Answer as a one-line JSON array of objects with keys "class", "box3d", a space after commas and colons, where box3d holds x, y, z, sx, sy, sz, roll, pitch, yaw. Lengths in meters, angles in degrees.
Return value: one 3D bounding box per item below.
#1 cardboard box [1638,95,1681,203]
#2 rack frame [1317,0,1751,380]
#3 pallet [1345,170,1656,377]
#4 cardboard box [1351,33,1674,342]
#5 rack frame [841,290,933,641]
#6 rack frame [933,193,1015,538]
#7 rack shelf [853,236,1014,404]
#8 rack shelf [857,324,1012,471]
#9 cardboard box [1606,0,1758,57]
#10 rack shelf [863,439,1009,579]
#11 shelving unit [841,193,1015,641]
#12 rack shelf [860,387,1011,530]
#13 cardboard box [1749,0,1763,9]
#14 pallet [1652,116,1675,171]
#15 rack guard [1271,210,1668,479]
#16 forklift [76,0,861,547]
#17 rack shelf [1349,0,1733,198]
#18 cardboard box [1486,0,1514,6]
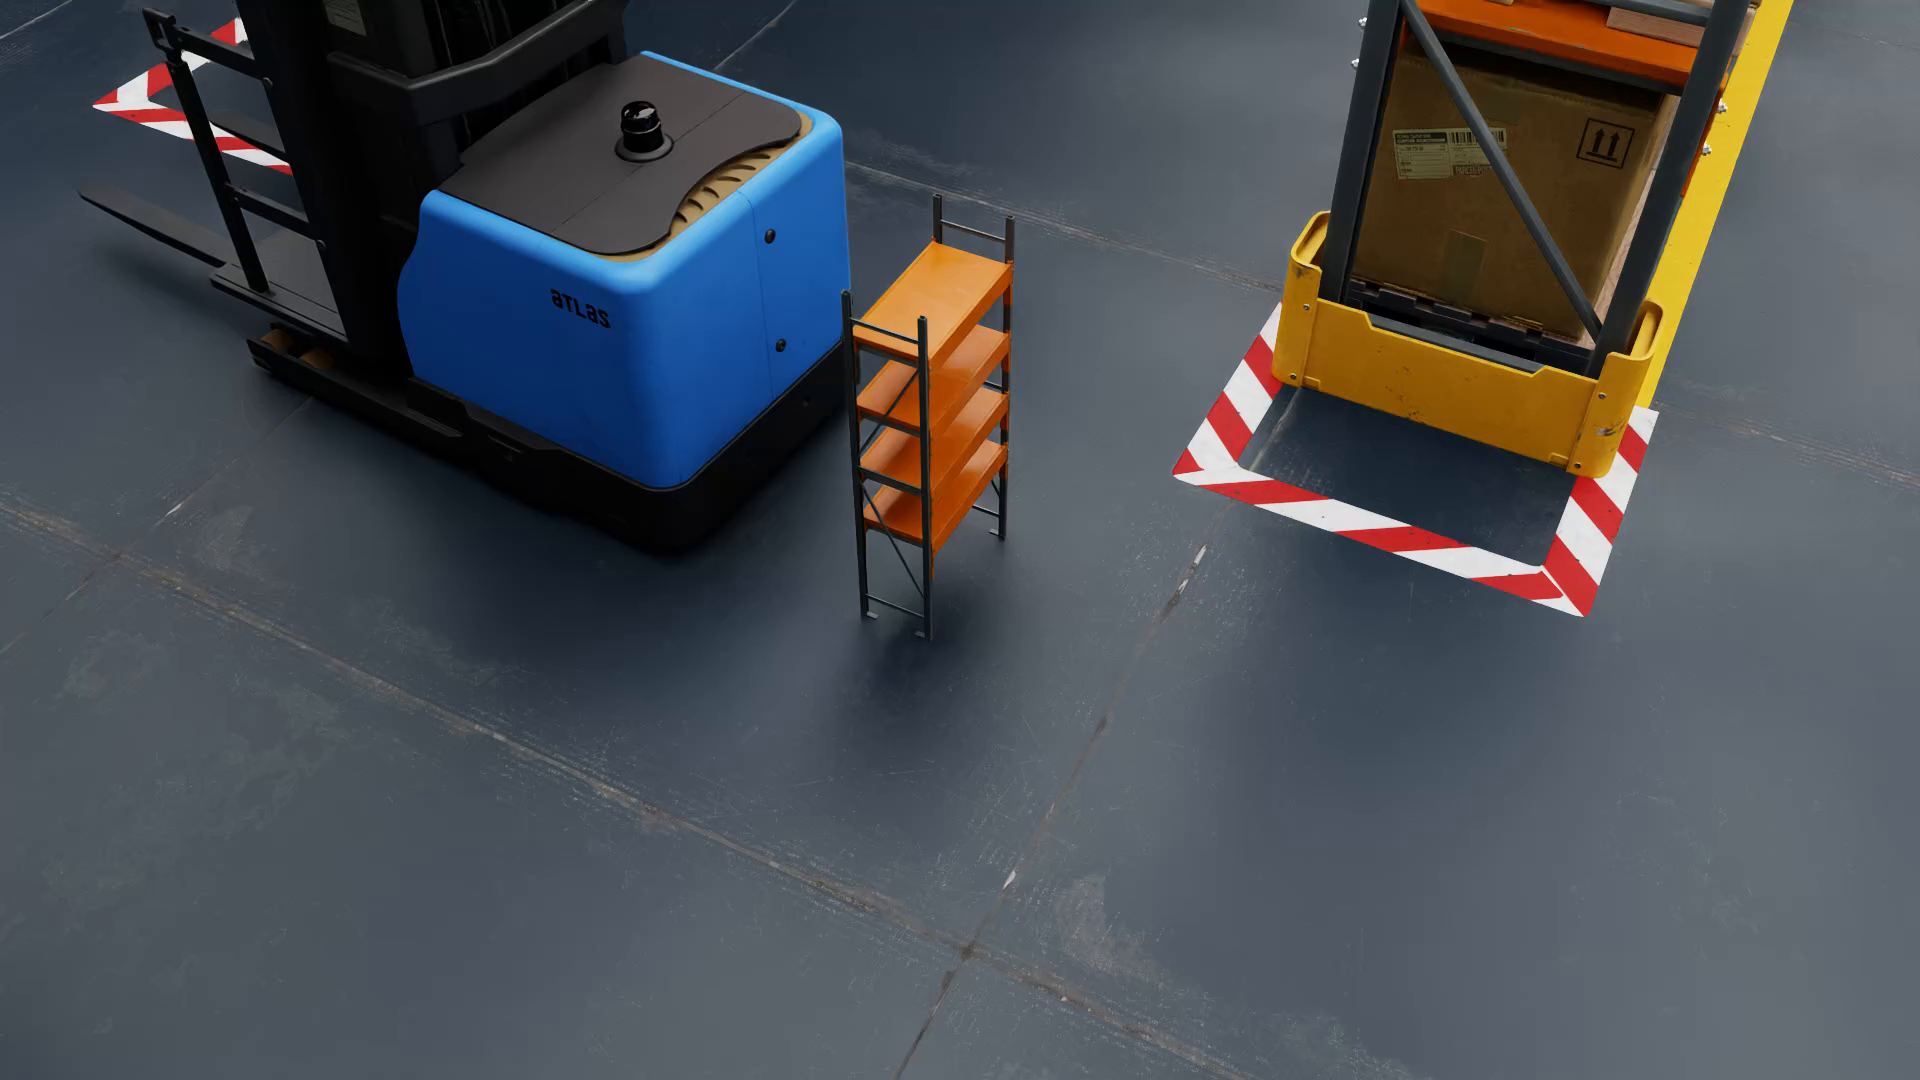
[{"class": "cardboard box", "box3d": [2.326, -1.958, 6.275, 0.875, 0.875, 0.875, 20, 49, 19]}, {"class": "rack frame", "box3d": [1.677, -1.555, 4.677, 1.000, 3.000, 0.127, 20, 49, 19]}, {"class": "pallet", "box3d": [1.979, -1.104, 6.193, 1.003, 0.211, 1.213, 20, 49, 19]}, {"class": "cardboard box", "box3d": [1.903, -1.385, 5.708, 0.875, 0.875, 0.875, 20, 49, 19]}, {"class": "rack frame", "box3d": [-0.190, -0.164, 4.568, 0.240, 1.200, 0.015, 20, 49, 19]}, {"class": "rack frame", "box3d": [0.036, -0.471, 4.872, 0.240, 1.200, 0.015, 20, 49, 19]}, {"class": "rack shelf", "box3d": [-0.077, -0.594, 4.441, 0.258, 0.148, 0.480, 20, 49, 19]}, {"class": "rack shelf", "box3d": [-0.077, -0.427, 4.609, 0.258, 0.148, 0.480, 20, 49, 19]}, {"class": "cardboard box", "box3d": [2.134, -1.581, 4.880, 0.380, 0.149, 0.250, 21, 49, 19]}, {"class": "rack shelf", "box3d": [-0.077, -0.131, 4.909, 0.258, 0.148, 0.480, 20, 49, 19]}, {"class": "shelving unit", "box3d": [-0.077, -0.317, 4.720, 0.258, 1.200, 0.503, 20, 49, 19]}, {"class": "rack shelf", "box3d": [-0.077, -0.270, 4.768, 0.258, 0.148, 0.480, 20, 49, 19]}, {"class": "cardboard box", "box3d": [2.139, -1.820, 4.836, 0.500, 0.250, 0.500, 19, 48, 18]}, {"class": "pallet", "box3d": [2.546, -1.870, 6.949, 1.003, 0.211, 1.213, 20, 49, 19]}, {"class": "rack guard", "box3d": [1.666, -0.661, 5.552, 1.175, 0.500, 0.348, 20, 49, 19]}, {"class": "forklift", "box3d": [-1.860, -1.817, 4.985, 3.031, 2.935, 1.130, 24, 50, 22]}, {"class": "rack shelf", "box3d": [2.605, -2.562, 6.179, 1.077, 0.370, 4.000, 20, 49, 19]}, {"class": "cardboard box", "box3d": [1.551, -1.799, 5.096, 0.380, 0.149, 0.250, 21, 49, 20]}]
